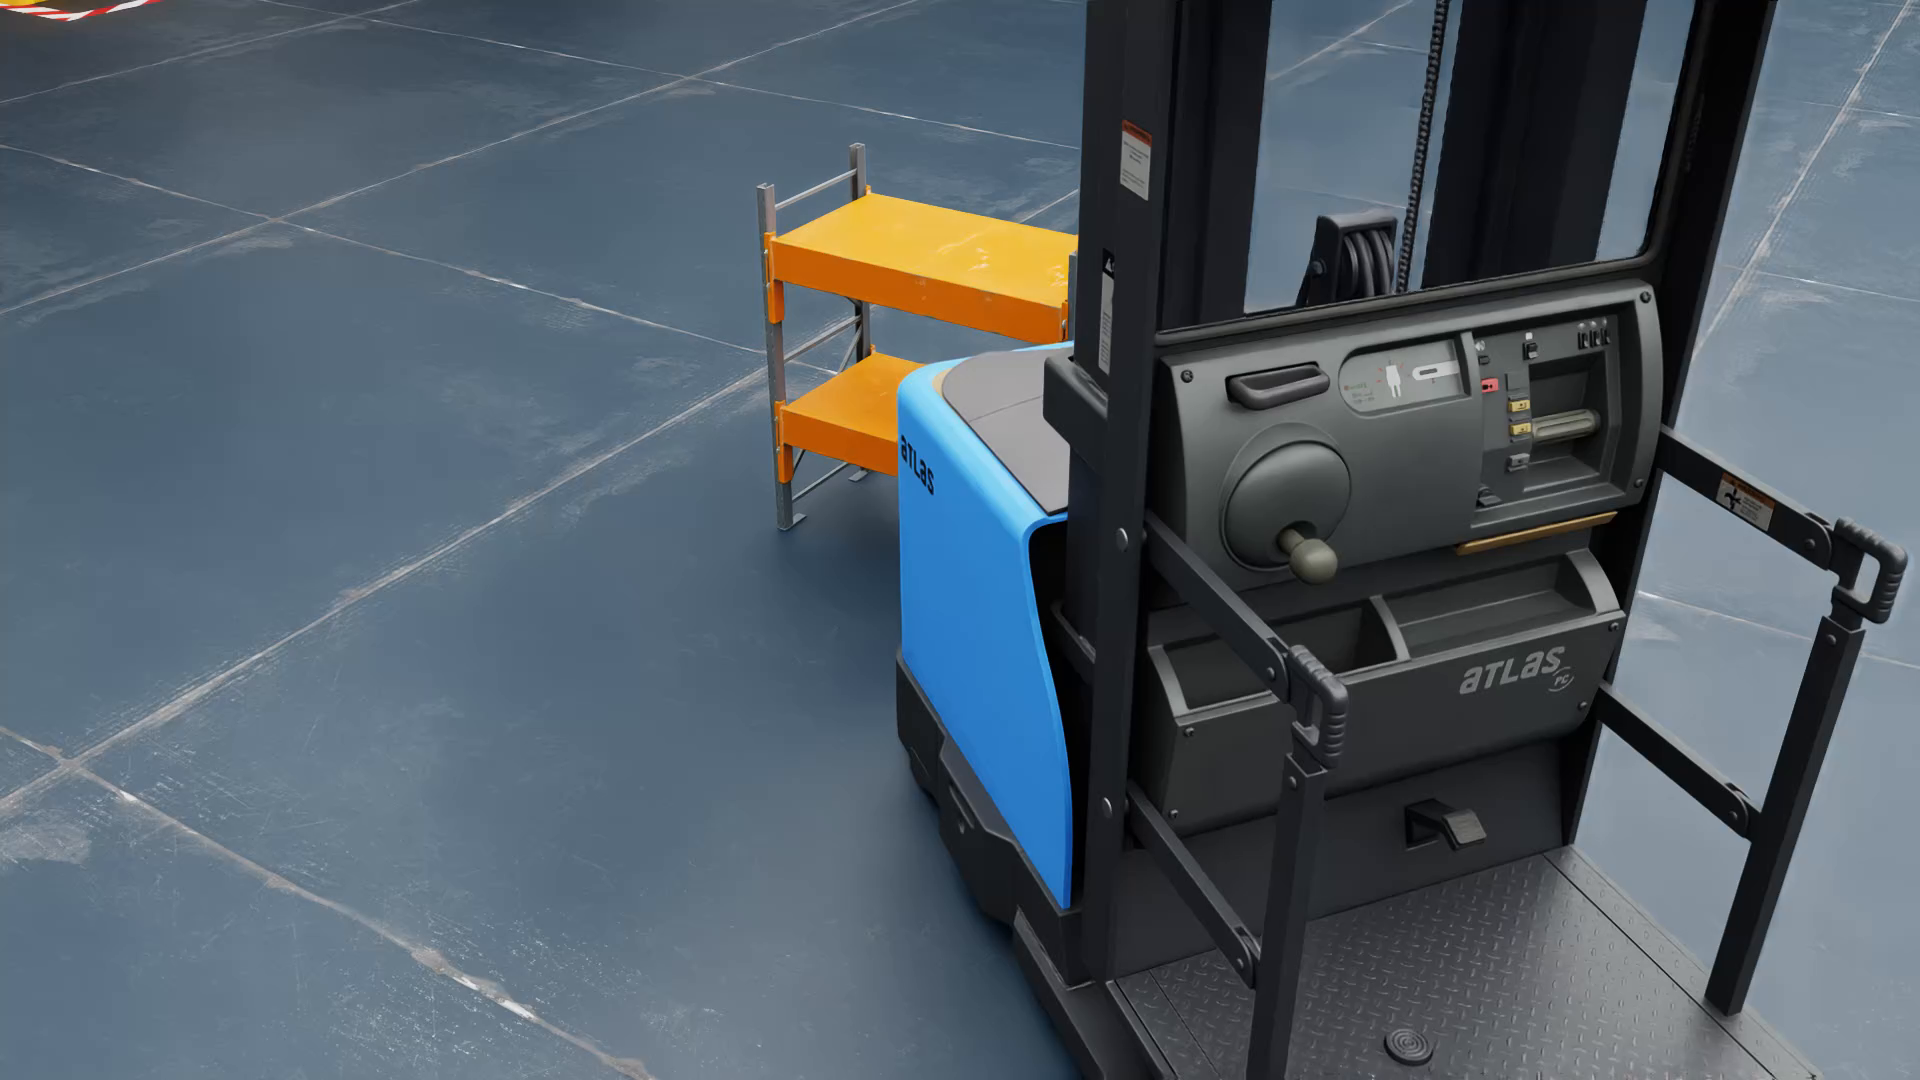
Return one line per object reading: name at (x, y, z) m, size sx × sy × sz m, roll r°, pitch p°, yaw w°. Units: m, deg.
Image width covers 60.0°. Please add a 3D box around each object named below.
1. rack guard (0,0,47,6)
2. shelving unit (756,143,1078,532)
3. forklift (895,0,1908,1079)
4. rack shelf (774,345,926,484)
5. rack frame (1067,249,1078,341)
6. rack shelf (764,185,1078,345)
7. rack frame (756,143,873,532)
rack guard at (-6.438, -4.251, 12.040) m, size 0.348 × 0.500 × 1.175 m, roll 18°, pitch 35°, yaw 27°
shelving unit at (-0.006, -0.488, 4.970) m, size 1.048 × 1.125 × 0.538 m, roll 18°, pitch 35°, yaw 27°
forklift at (0.848, -0.132, 2.567) m, size 1.130 × 2.935 × 3.031 m, roll -11°, pitch 32°, yaw -18°
rack shelf at (-0.006, -0.276, 5.093) m, size 1.000 × 0.278 × 0.538 m, roll 18°, pitch 35°, yaw 27°
rack frame at (0.425, -0.351, 4.736) m, size 0.032 × 1.125 × 0.500 m, roll 18°, pitch 35°, yaw 27°
rack shelf at (-0.006, -0.740, 4.822) m, size 1.000 × 0.278 × 0.538 m, roll 18°, pitch 35°, yaw 27°
rack frame at (-0.436, -0.624, 5.203) m, size 0.032 × 1.125 × 0.500 m, roll 18°, pitch 35°, yaw 27°
